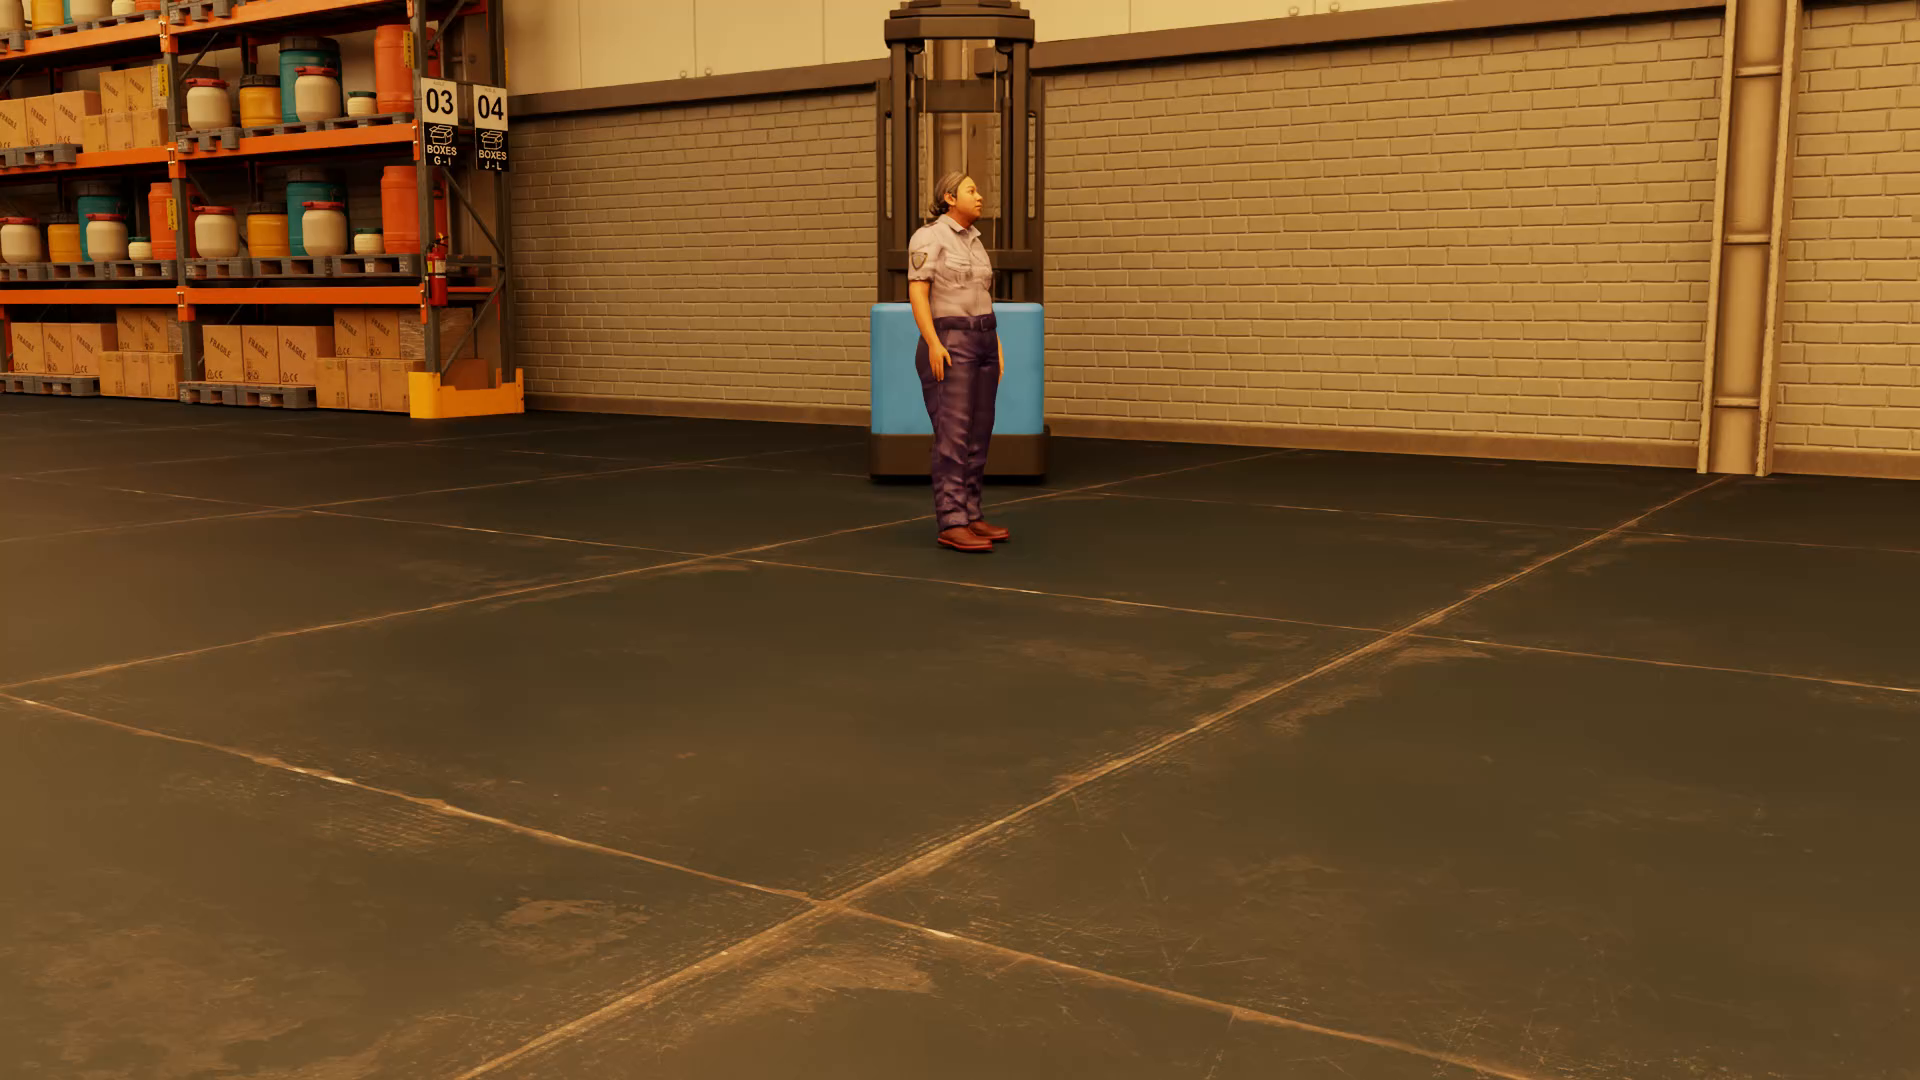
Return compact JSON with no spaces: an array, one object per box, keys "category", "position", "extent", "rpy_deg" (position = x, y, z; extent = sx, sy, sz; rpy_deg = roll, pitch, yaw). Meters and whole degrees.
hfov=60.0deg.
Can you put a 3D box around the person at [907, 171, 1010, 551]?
[{"category":"person","position":[0.062,-0.807,7.419],"extent":[0.502,1.640,0.598],"rpy_deg":[5,10,34]}]

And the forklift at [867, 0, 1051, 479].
[{"category":"forklift","position":[0.008,-1.972,11.062],"extent":[1.130,2.935,3.031],"rpy_deg":[0,8,1]}]
